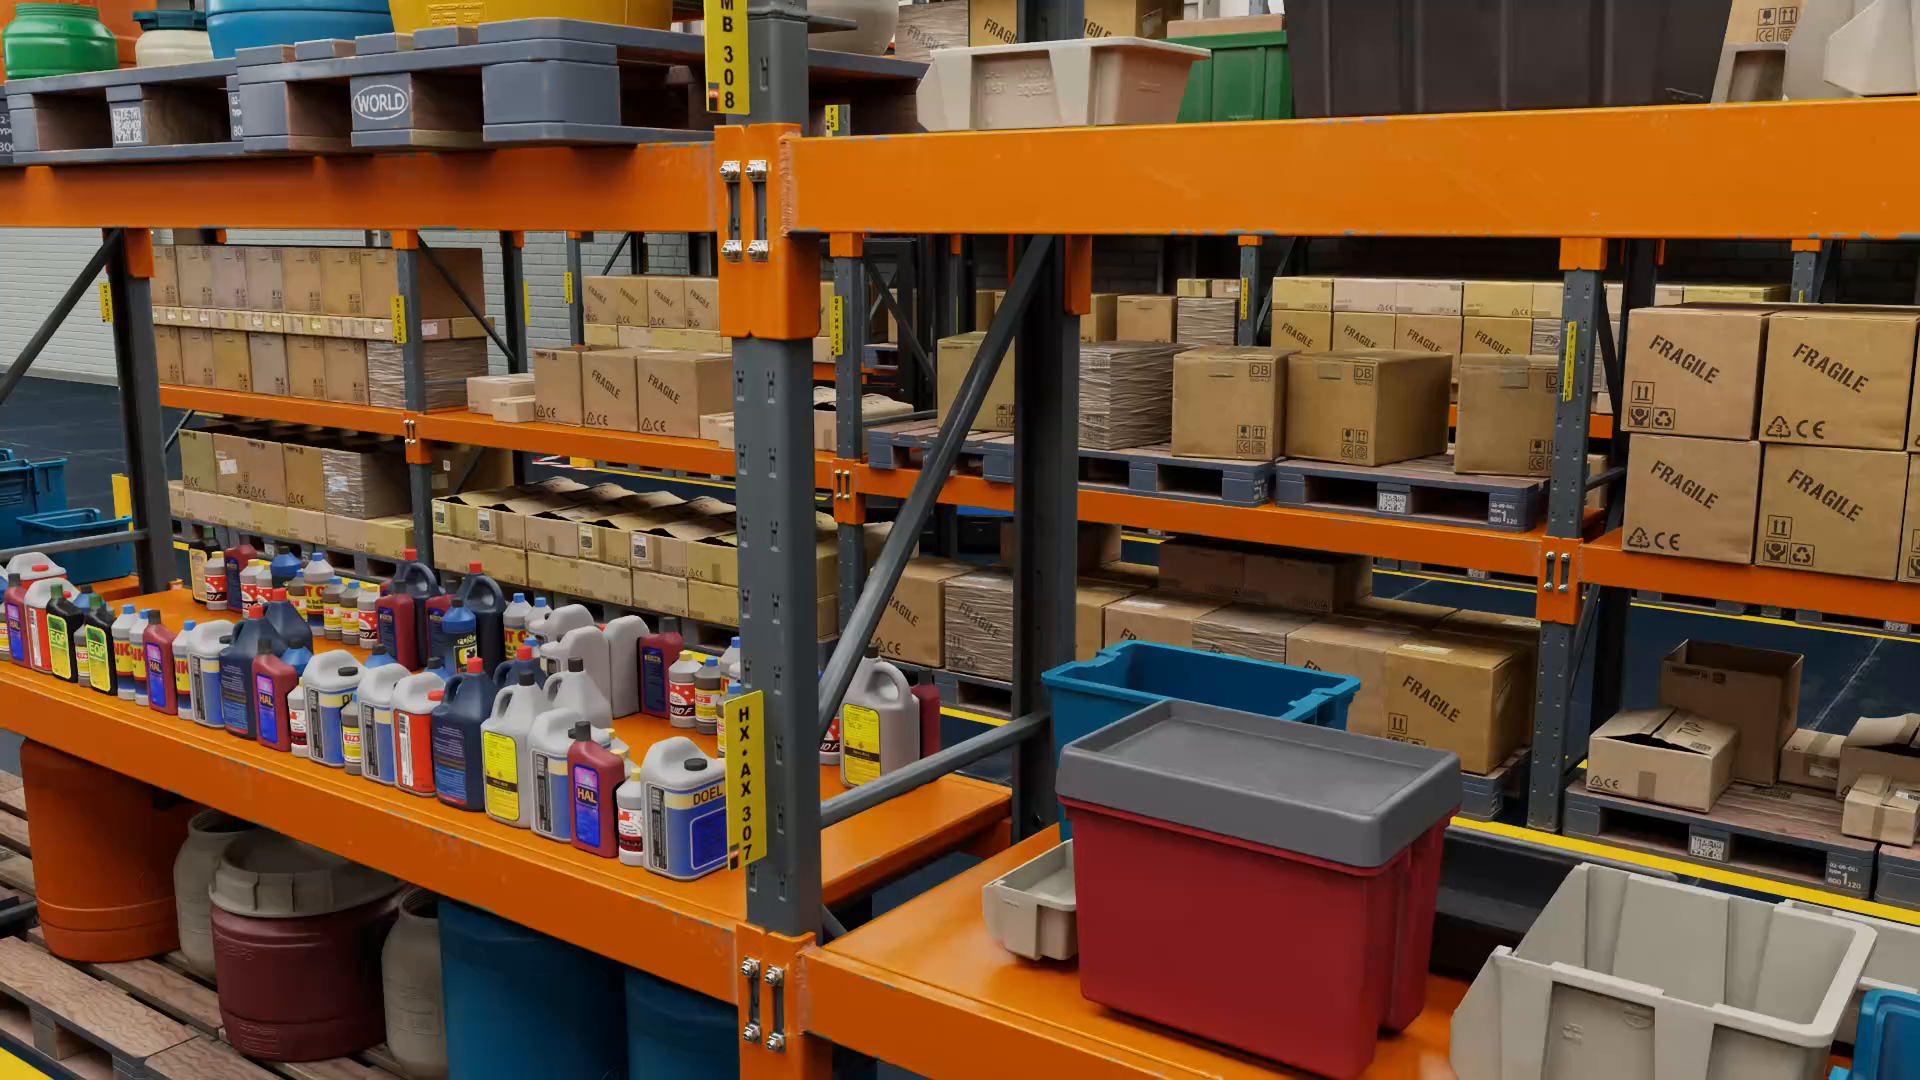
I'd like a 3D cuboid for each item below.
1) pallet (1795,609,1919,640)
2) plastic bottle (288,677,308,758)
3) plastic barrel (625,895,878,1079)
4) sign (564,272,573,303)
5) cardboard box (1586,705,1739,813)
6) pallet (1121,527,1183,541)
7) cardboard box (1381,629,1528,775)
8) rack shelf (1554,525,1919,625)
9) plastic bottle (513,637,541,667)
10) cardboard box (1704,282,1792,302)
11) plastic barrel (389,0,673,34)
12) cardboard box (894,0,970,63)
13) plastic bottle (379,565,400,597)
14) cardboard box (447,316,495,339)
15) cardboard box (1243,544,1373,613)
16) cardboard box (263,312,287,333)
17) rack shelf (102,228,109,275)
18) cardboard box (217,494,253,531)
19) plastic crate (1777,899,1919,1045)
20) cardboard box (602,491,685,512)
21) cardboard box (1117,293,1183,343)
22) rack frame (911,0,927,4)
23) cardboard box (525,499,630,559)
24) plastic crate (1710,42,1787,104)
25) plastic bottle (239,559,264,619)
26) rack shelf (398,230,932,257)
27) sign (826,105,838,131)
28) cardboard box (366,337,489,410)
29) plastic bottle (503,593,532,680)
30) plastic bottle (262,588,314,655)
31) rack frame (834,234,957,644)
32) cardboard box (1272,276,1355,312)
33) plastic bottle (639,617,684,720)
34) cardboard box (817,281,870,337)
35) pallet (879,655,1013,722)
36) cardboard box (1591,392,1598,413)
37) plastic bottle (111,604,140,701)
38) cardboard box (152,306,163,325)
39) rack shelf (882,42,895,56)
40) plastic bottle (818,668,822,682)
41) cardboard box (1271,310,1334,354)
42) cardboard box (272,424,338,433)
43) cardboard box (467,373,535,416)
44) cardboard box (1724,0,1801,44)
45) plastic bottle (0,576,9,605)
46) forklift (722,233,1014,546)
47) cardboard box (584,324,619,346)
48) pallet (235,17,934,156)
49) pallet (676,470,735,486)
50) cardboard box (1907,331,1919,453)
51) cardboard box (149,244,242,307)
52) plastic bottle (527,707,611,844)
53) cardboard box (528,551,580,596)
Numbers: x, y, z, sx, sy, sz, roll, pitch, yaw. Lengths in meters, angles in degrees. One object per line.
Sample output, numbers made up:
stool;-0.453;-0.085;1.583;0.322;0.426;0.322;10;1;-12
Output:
pallet;6.359;0.449;11.153;1.213;0.211;1.003;8;13;36
plastic bottle;-1.686;0.454;4.308;0.097;0.201;0.097;0;11;0
plastic barrel;-0.500;1.259;4.041;0.708;0.901;0.600;8;13;36
sign;-4.201;-2.709;17.854;0.005;0.325;0.100;8;13;36
cardboard box;3.074;0.926;7.268;0.500;0.311;0.500;8;13;36
pallet;1.940;-0.186;14.437;1.213;0.211;1.003;8;13;36
cardboard box;2.296;0.741;7.725;0.500;0.500;0.500;8;13;35
rack shelf;4.475;0.319;6.376;4.000;0.370;1.077;8;13;36
plastic bottle;-1.211;0.377;4.705;0.097;0.201;0.097;0;11;0
cardboard box;5.576;-1.682;11.755;0.500;0.250;0.500;8;14;37
plastic barrel;-0.927;-1.344;3.579;0.600;0.588;0.600;0;11;0
cardboard box;-0.013;-2.671;9.146;0.500;0.500;0.500;8;13;36
plastic bottle;-1.796;0.215;5.326;0.133;0.283;0.061;8;13;36
cardboard box;-3.687;-1.586;12.357;0.250;0.149;0.380;8;13;35
cardboard box;1.812;0.180;8.649;0.500;0.250;0.500;8;14;36
cardboard box;-5.169;-1.696;12.927;0.250;0.149;0.380;8;14;37
rack shelf;-4.908;-1.295;6.822;4.000;0.370;1.077;8;13;36
cardboard box;-5.700;-0.258;13.598;0.500;0.250;0.500;8;13;36
plastic crate;1.510;0.749;2.797;0.466;0.136;0.293;8;13;36
cardboard box;-2.265;-0.174;11.689;0.500;0.311;0.500;8;13;35
cardboard box;1.717;-1.842;14.234;0.500;0.500;0.700;6;13;30
rack frame;-0.655;-4.862;15.471;0.127;3.000;1.000;8;13;36
cardboard box;-2.581;-0.090;11.255;0.500;0.311;0.500;7;13;34
plastic crate;1.179;-0.759;2.854;0.466;0.136;0.293;8;13;36
plastic bottle;-2.449;0.169;5.782;0.097;0.201;0.097;0;11;0
rack shelf;-1.973;-2.053;10.740;4.000;0.370;1.077;8;13;36
sign;-0.696;-2.390;9.018;0.005;0.325;0.100;8;13;36
cardboard box;-3.946;-1.256;12.362;0.500;0.500;0.700;8;13;34
plastic bottle;-1.308;0.294;4.953;0.097;0.271;0.097;0;11;0
plastic bottle;-1.912;0.308;4.671;0.185;0.351;0.144;8;13;36
rack frame;-0.361;-0.708;9.794;0.127;3.000;1.000;8;13;36
cardboard box;2.805;-1.947;13.121;0.500;0.250;0.500;8;14;37
plastic bottle;-0.830;0.350;4.630;0.133;0.283;0.061;8;13;36
cardboard box;-1.220;-2.227;16.012;0.500;0.500;0.500;8;13;35
pallet;0.219;0.750;9.595;1.213;0.211;1.003;8;13;36
cardboard box;4.548;-1.018;12.002;0.250;0.149;0.380;8;14;36
plastic bottle;-2.394;0.321;4.812;0.097;0.271;0.097;0;11;0
cardboard box;-6.620;-1.898;13.974;0.250;0.149;0.380;8;13;35
rack shelf;-2.267;-4.732;16.702;4.000;0.370;1.077;8;13;36
plastic bottle;-0.404;0.420;4.302;0.097;0.271;0.097;0;11;0
cardboard box;2.809;-1.578;13.192;0.500;0.500;0.500;8;14;37
cardboard box;-5.386;-0.707;13.948;0.500;0.500;0.500;8;13;36
cardboard box;-3.162;-1.036;11.882;0.500;0.250;0.500;9;14;39
cardboard box;3.278;-2.223;6.828;0.500;0.500;0.700;8;13;36
plastic bottle;-3.061;0.228;5.293;0.097;0.271;0.097;0;11;0
forklift;-0.621;-1.456;13.839;3.031;2.935;1.130;2;11;8
cardboard box;-3.674;-2.199;17.843;0.500;0.250;0.500;7;13;34
pallet;-0.761;-0.954;3.663;1.003;0.211;1.213;8;13;36
pallet;-2.205;-0.755;17.377;1.213;0.211;1.003;8;13;36
cardboard box;3.907;-0.587;6.270;0.500;0.500;0.500;7;13;34
cardboard box;-6.397;-2.233;13.998;0.500;0.500;0.700;8;14;36
plastic bottle;-0.875;0.524;3.749;0.135;0.276;0.152;8;13;36
cardboard box;-2.576;0.184;11.313;0.500;0.250;0.500;7;13;34
